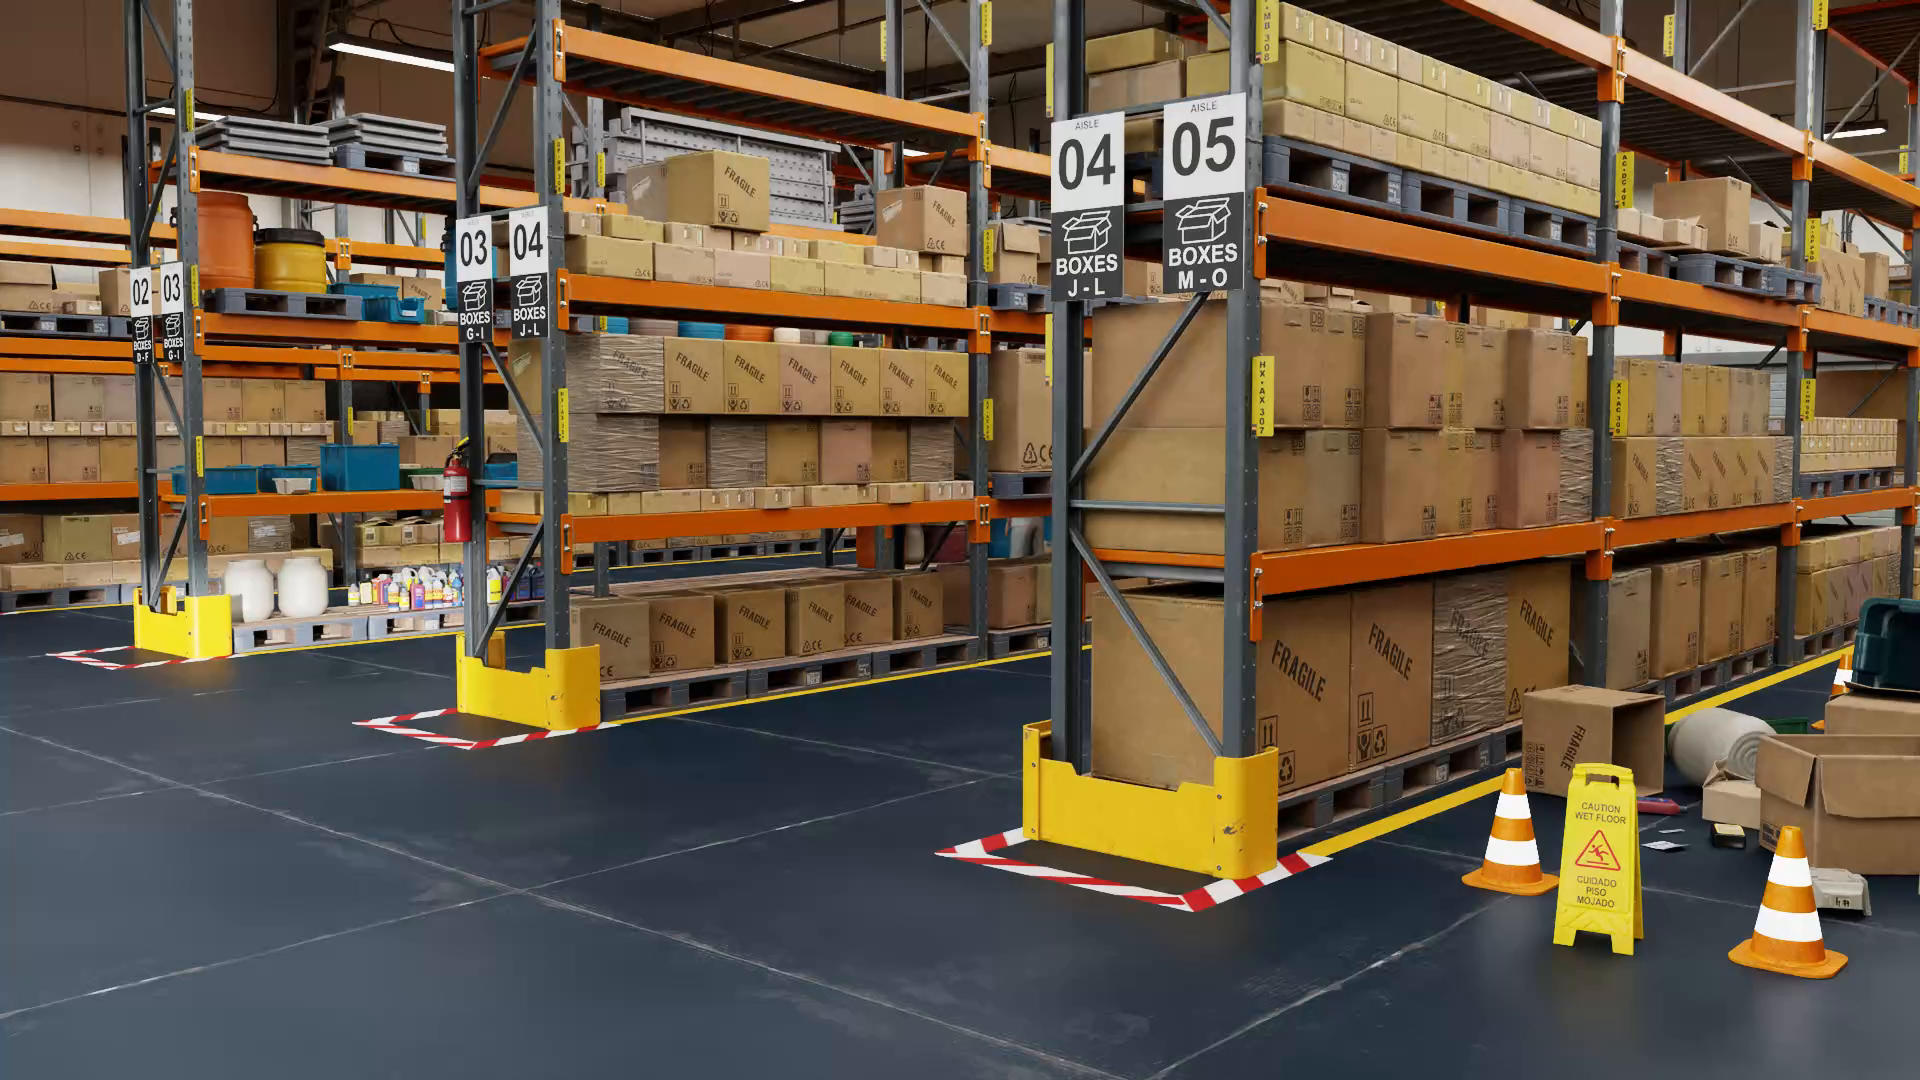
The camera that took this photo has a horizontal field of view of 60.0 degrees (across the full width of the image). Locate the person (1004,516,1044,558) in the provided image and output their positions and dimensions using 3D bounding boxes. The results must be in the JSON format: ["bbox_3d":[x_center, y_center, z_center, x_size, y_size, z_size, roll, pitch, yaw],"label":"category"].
[{"bbox_3d":[0.679,-0.097,16.658,0.523,1.684,0.442,-3,5,-41],"label":"person"}]
